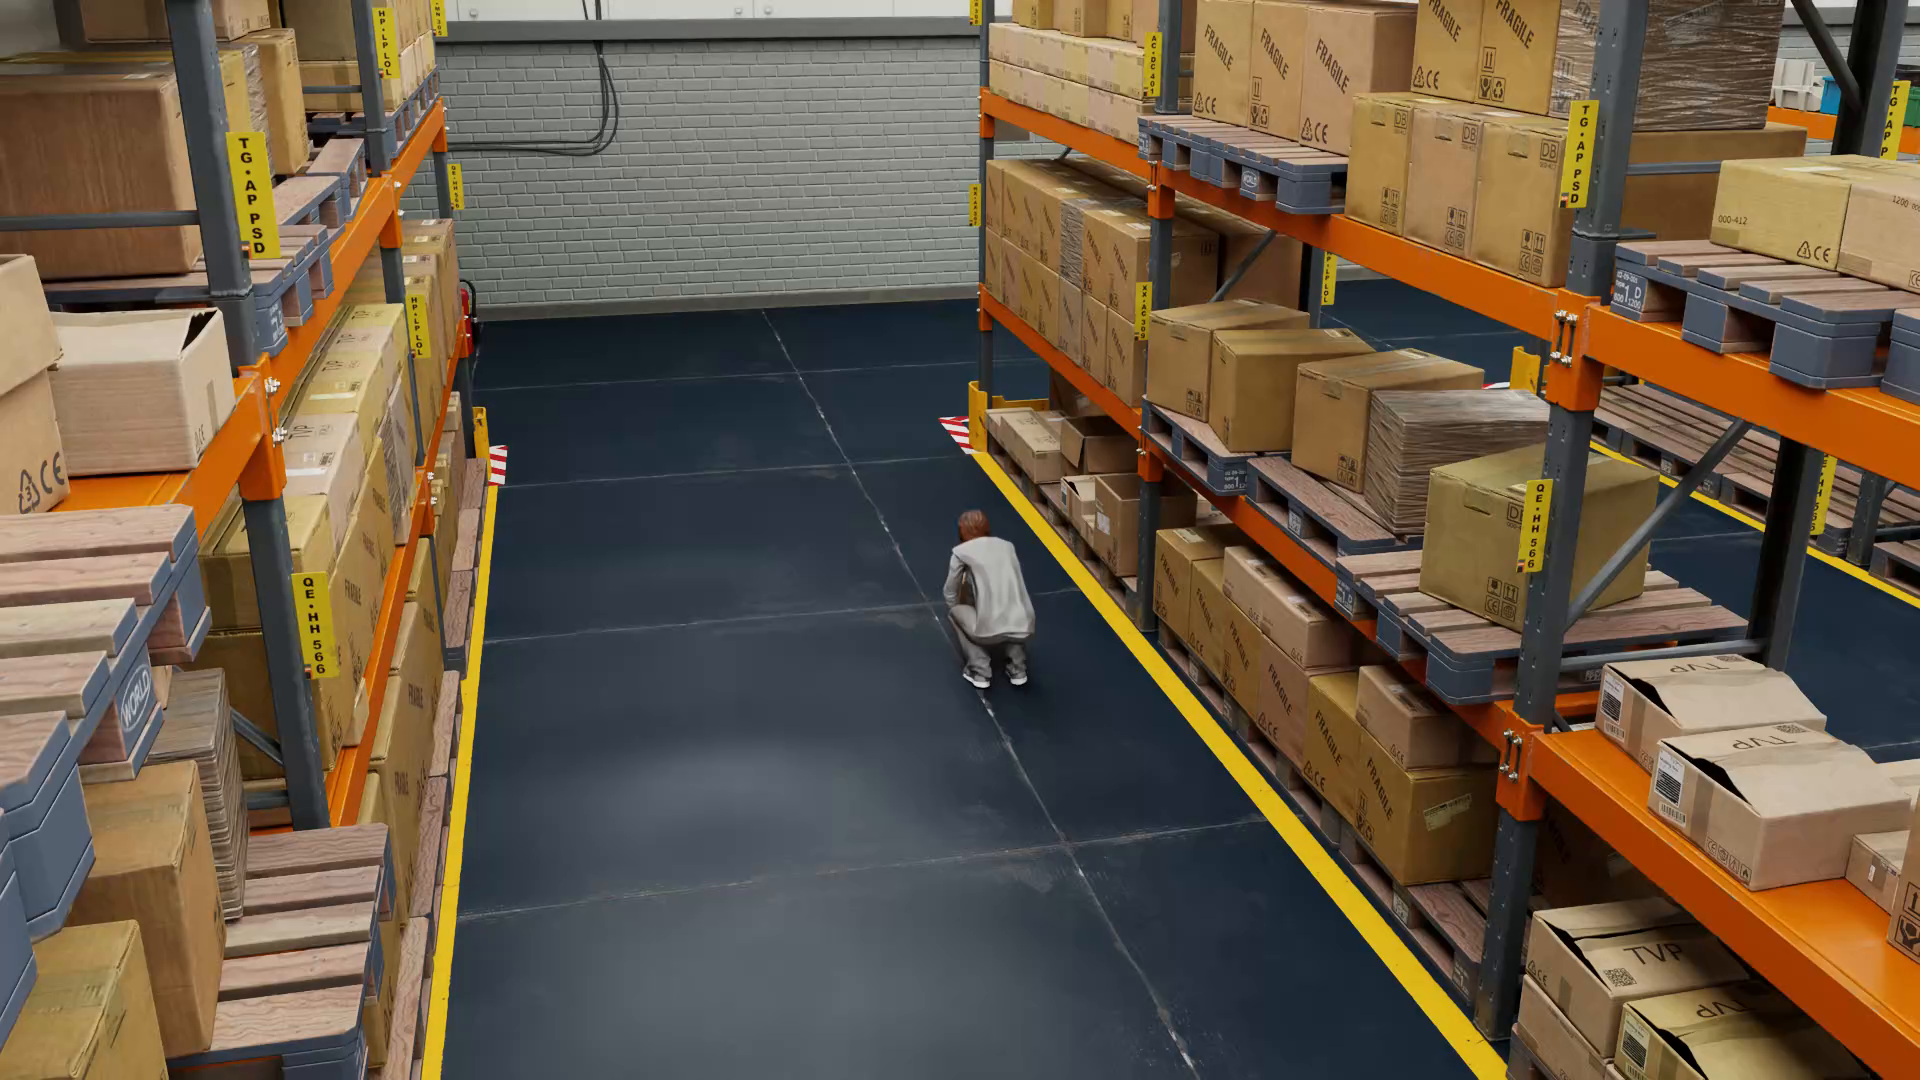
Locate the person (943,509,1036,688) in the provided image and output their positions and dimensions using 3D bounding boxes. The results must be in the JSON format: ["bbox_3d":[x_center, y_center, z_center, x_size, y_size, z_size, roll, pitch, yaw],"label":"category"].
[{"bbox_3d":[0.167,0.328,9.254,0.442,0.874,0.816,-5,20,-12],"label":"person"}]
